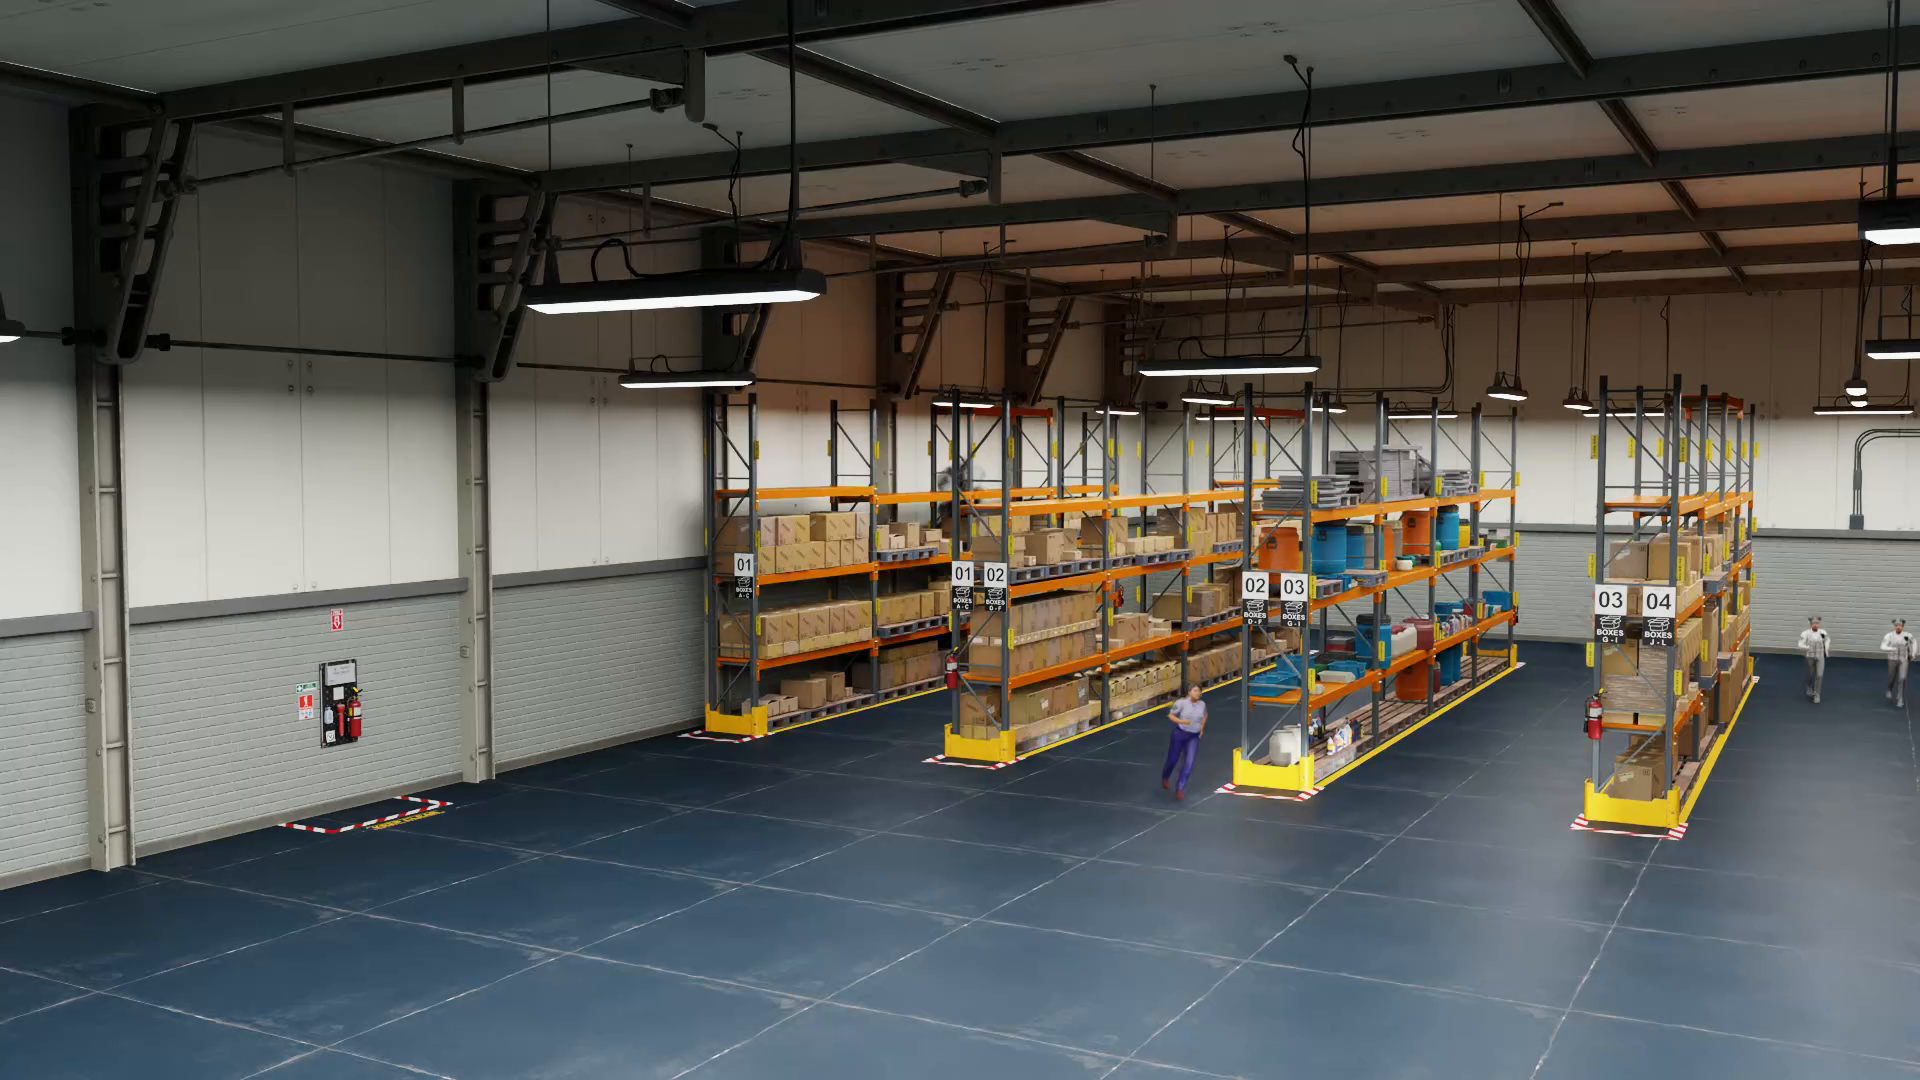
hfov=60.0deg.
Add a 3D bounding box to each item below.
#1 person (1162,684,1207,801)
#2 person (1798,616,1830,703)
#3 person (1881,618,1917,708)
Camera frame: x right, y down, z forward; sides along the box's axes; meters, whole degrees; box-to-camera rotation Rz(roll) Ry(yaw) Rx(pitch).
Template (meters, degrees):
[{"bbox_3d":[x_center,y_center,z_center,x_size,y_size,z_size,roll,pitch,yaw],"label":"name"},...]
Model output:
[{"bbox_3d":[3.305,2.891,24.126,0.642,1.636,0.883,0,3,-5],"label":"person"},{"bbox_3d":[17.053,2.354,33.198,0.580,1.695,0.938,1,3,24],"label":"person"},{"bbox_3d":[18.453,2.391,32.695,0.622,1.725,0.918,2,4,28],"label":"person"}]
